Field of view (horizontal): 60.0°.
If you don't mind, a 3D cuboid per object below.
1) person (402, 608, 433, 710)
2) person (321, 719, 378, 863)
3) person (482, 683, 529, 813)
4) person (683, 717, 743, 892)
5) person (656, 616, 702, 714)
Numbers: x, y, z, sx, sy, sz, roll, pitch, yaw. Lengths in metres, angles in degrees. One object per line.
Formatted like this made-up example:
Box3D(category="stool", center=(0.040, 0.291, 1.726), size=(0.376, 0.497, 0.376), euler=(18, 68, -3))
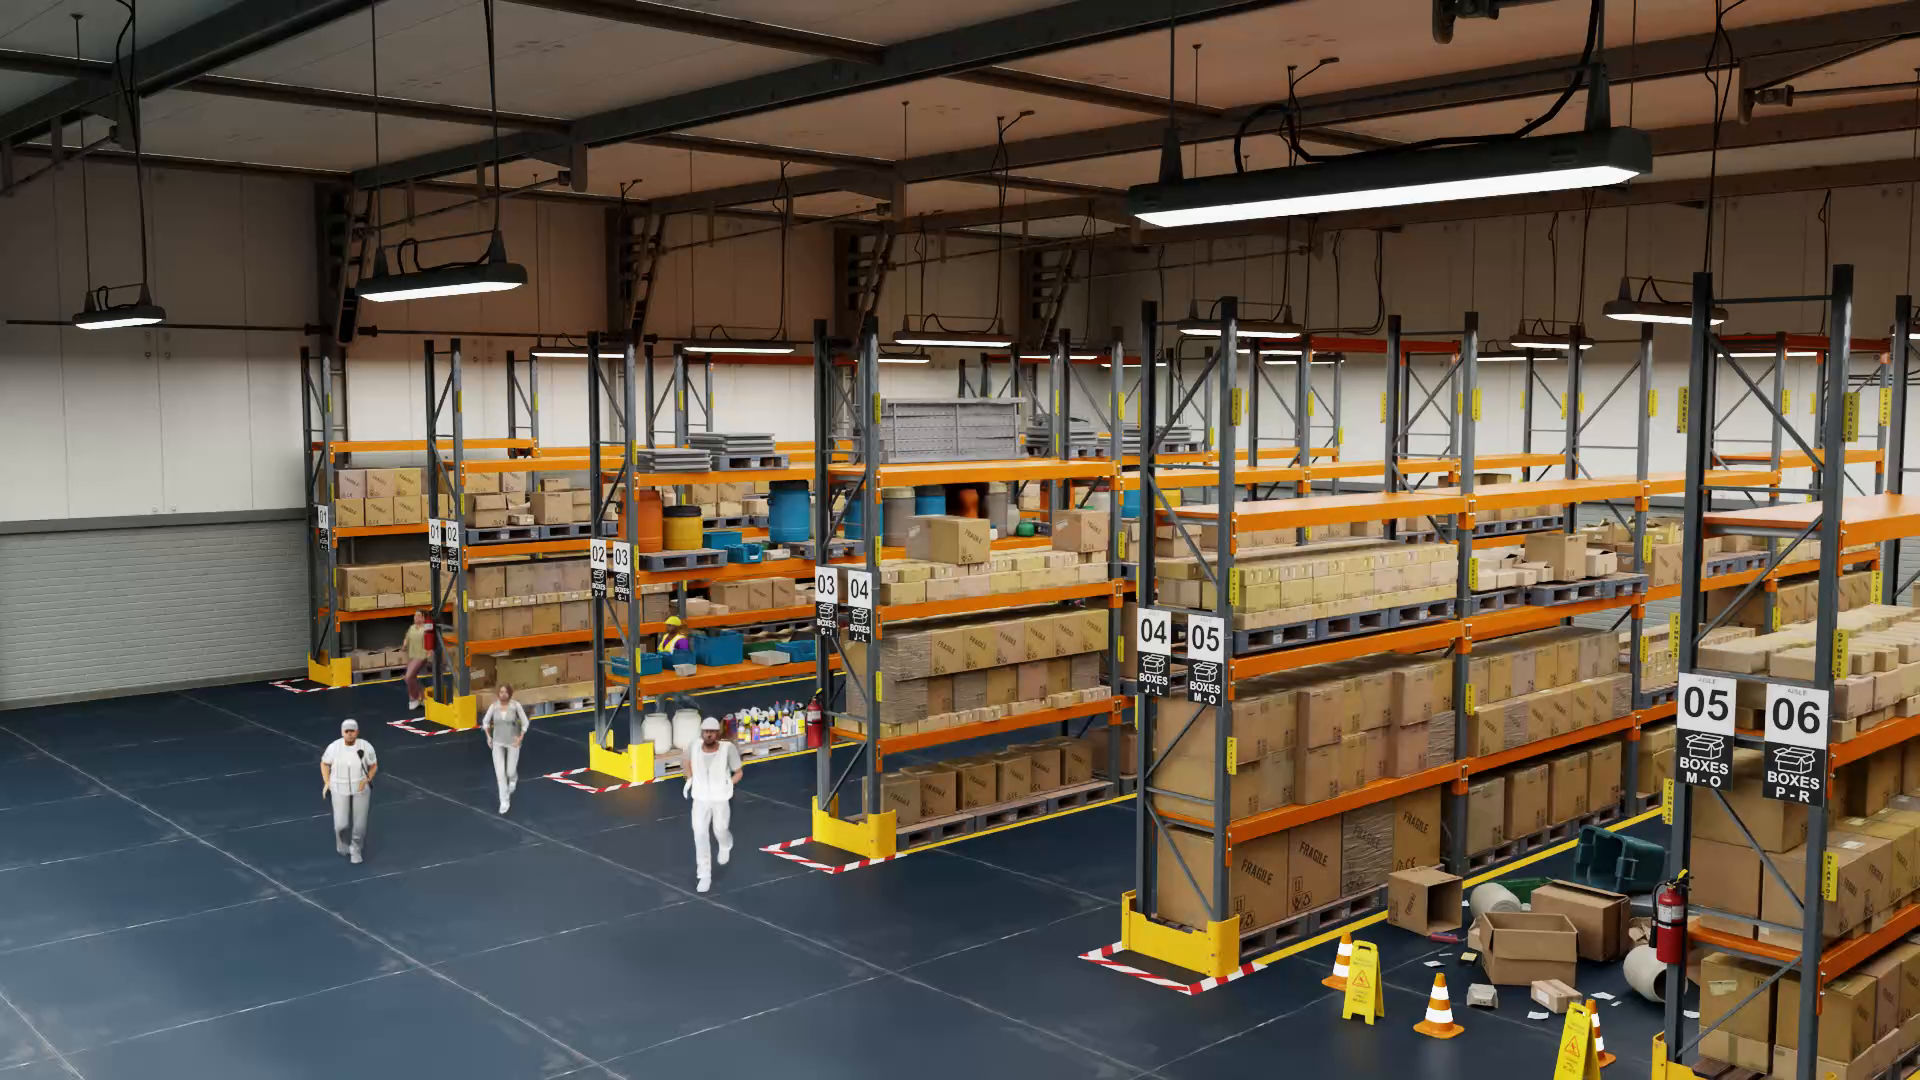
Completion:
Box3D(category="person", center=(-8.884, 1.962, 27.215), size=(0.626, 1.649, 0.560), euler=(3, 6, 28))
Box3D(category="person", center=(-6.676, 2.760, 18.204), size=(0.592, 1.616, 0.588), euler=(-2, 5, -20))
Box3D(category="person", center=(-5.687, 2.562, 20.828), size=(0.564, 1.582, 0.725), euler=(-1, 5, -11))
Box3D(category="person", center=(-2.615, 2.730, 17.628), size=(0.651, 1.774, 0.979), euler=(0, 5, 0))
Box3D(category="person", center=(-4.414, 2.039, 25.440), size=(0.699, 1.745, 0.933), euler=(4, 6, 38))
